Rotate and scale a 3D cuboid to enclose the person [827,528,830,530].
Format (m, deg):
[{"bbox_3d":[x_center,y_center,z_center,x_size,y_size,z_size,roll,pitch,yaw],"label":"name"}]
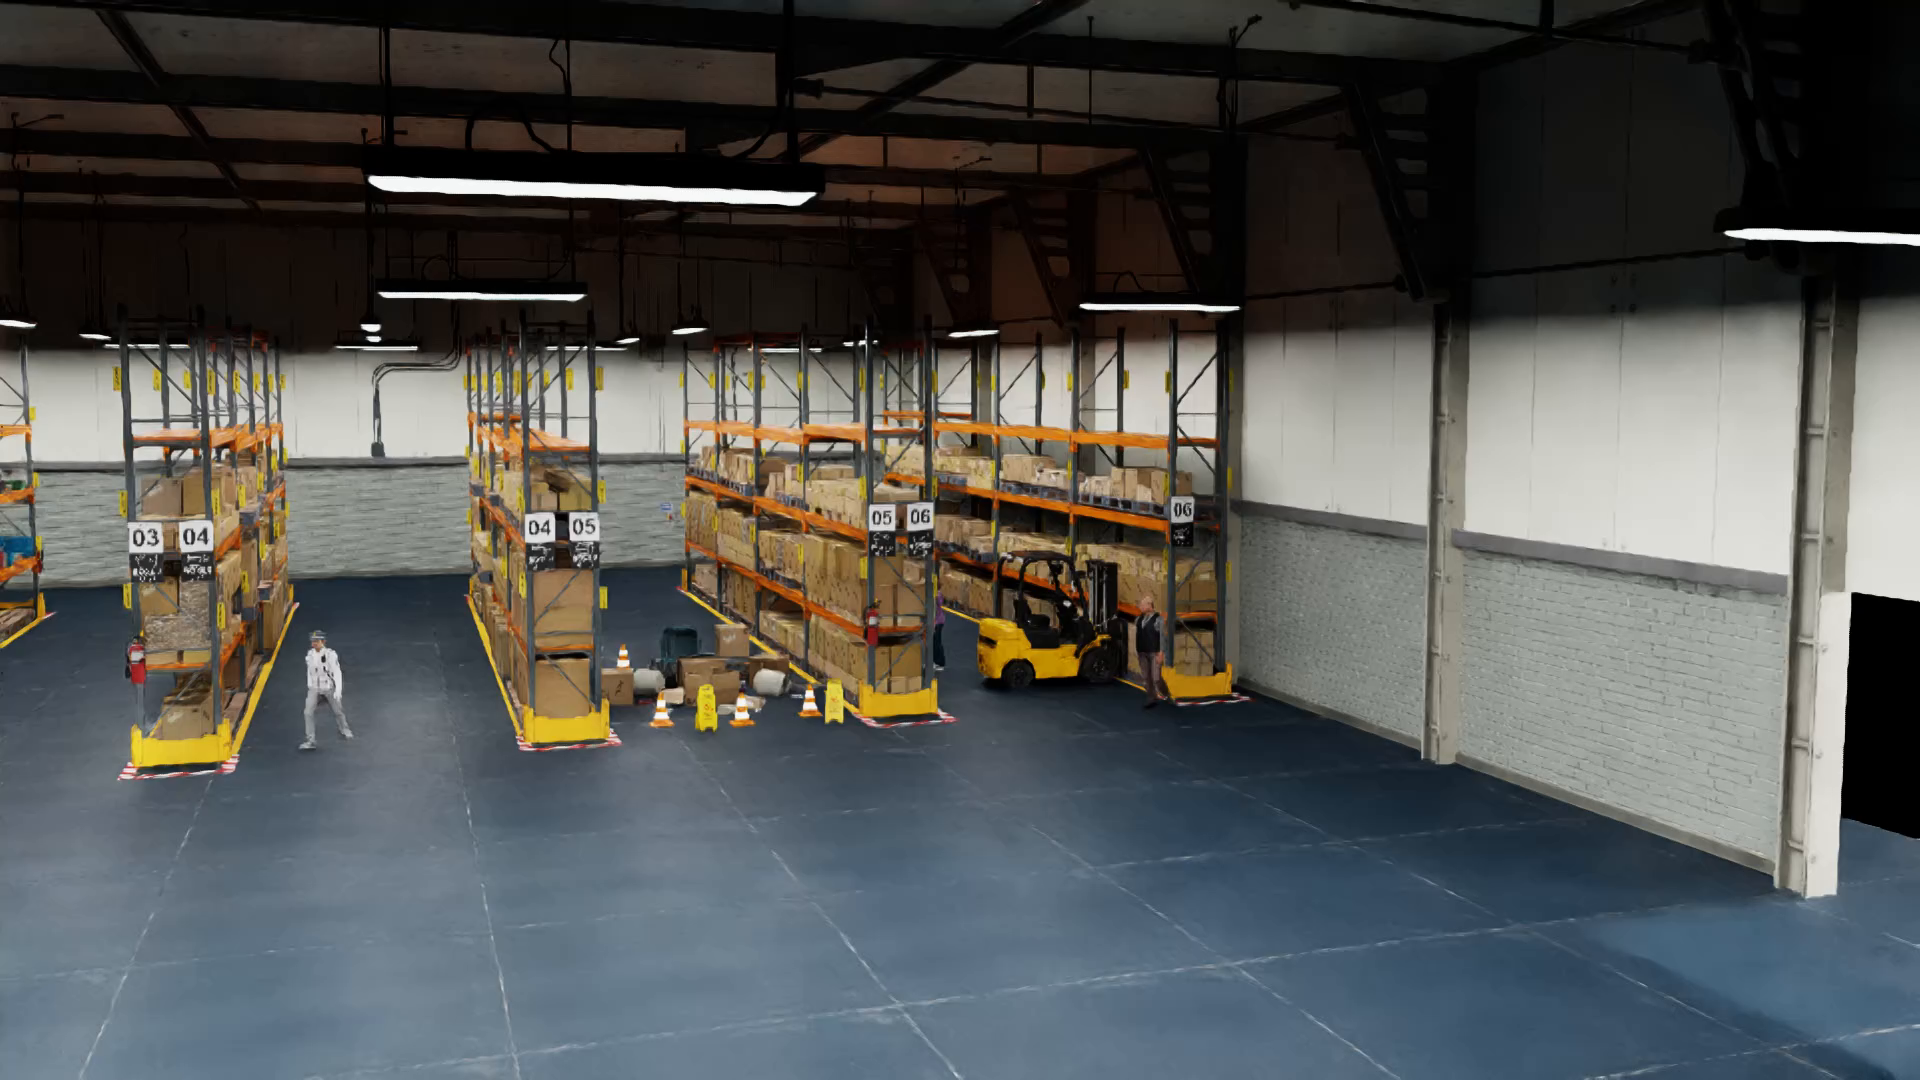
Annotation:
[{"bbox_3d":[-3.156,0.405,39.137,0.555,1.750,0.635,0,5,-2],"label":"person"}]

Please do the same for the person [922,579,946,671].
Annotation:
[{"bbox_3d":[-0.448,1.457,28.901,0.449,1.599,0.467,1,6,12],"label":"person"}]

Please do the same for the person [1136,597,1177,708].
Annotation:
[{"bbox_3d":[2.968,1.730,25.443,0.690,1.706,0.447,5,7,42],"label":"person"}]

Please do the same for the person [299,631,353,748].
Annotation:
[{"bbox_3d":[-8.758,2.027,22.939,0.521,1.599,0.938,0,5,2],"label":"person"}]
